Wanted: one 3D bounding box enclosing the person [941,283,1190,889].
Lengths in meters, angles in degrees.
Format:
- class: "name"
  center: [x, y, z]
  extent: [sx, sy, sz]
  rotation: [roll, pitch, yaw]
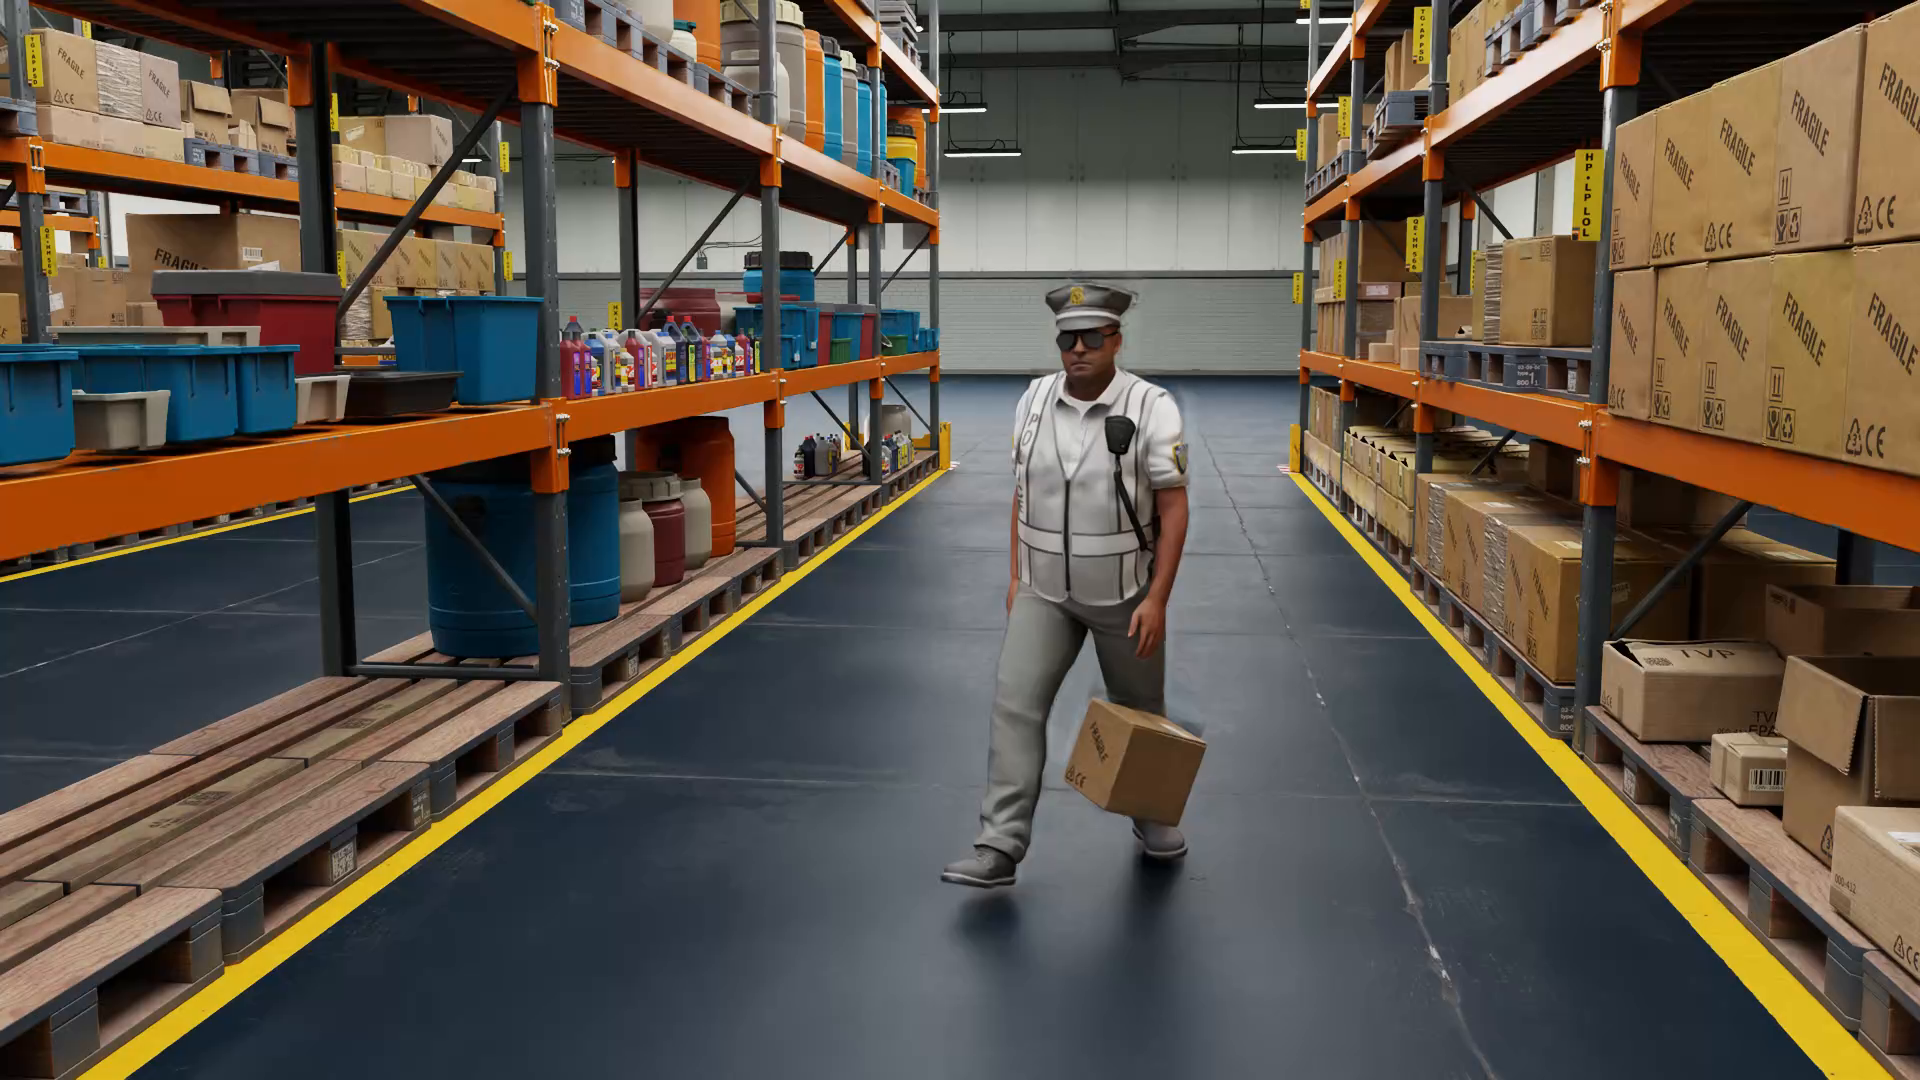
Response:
- class: "person"
  center: [0.363, 0.131, 4.763]
  extent: [0.573, 1.712, 0.933]
  rotation: [3, 8, 23]
